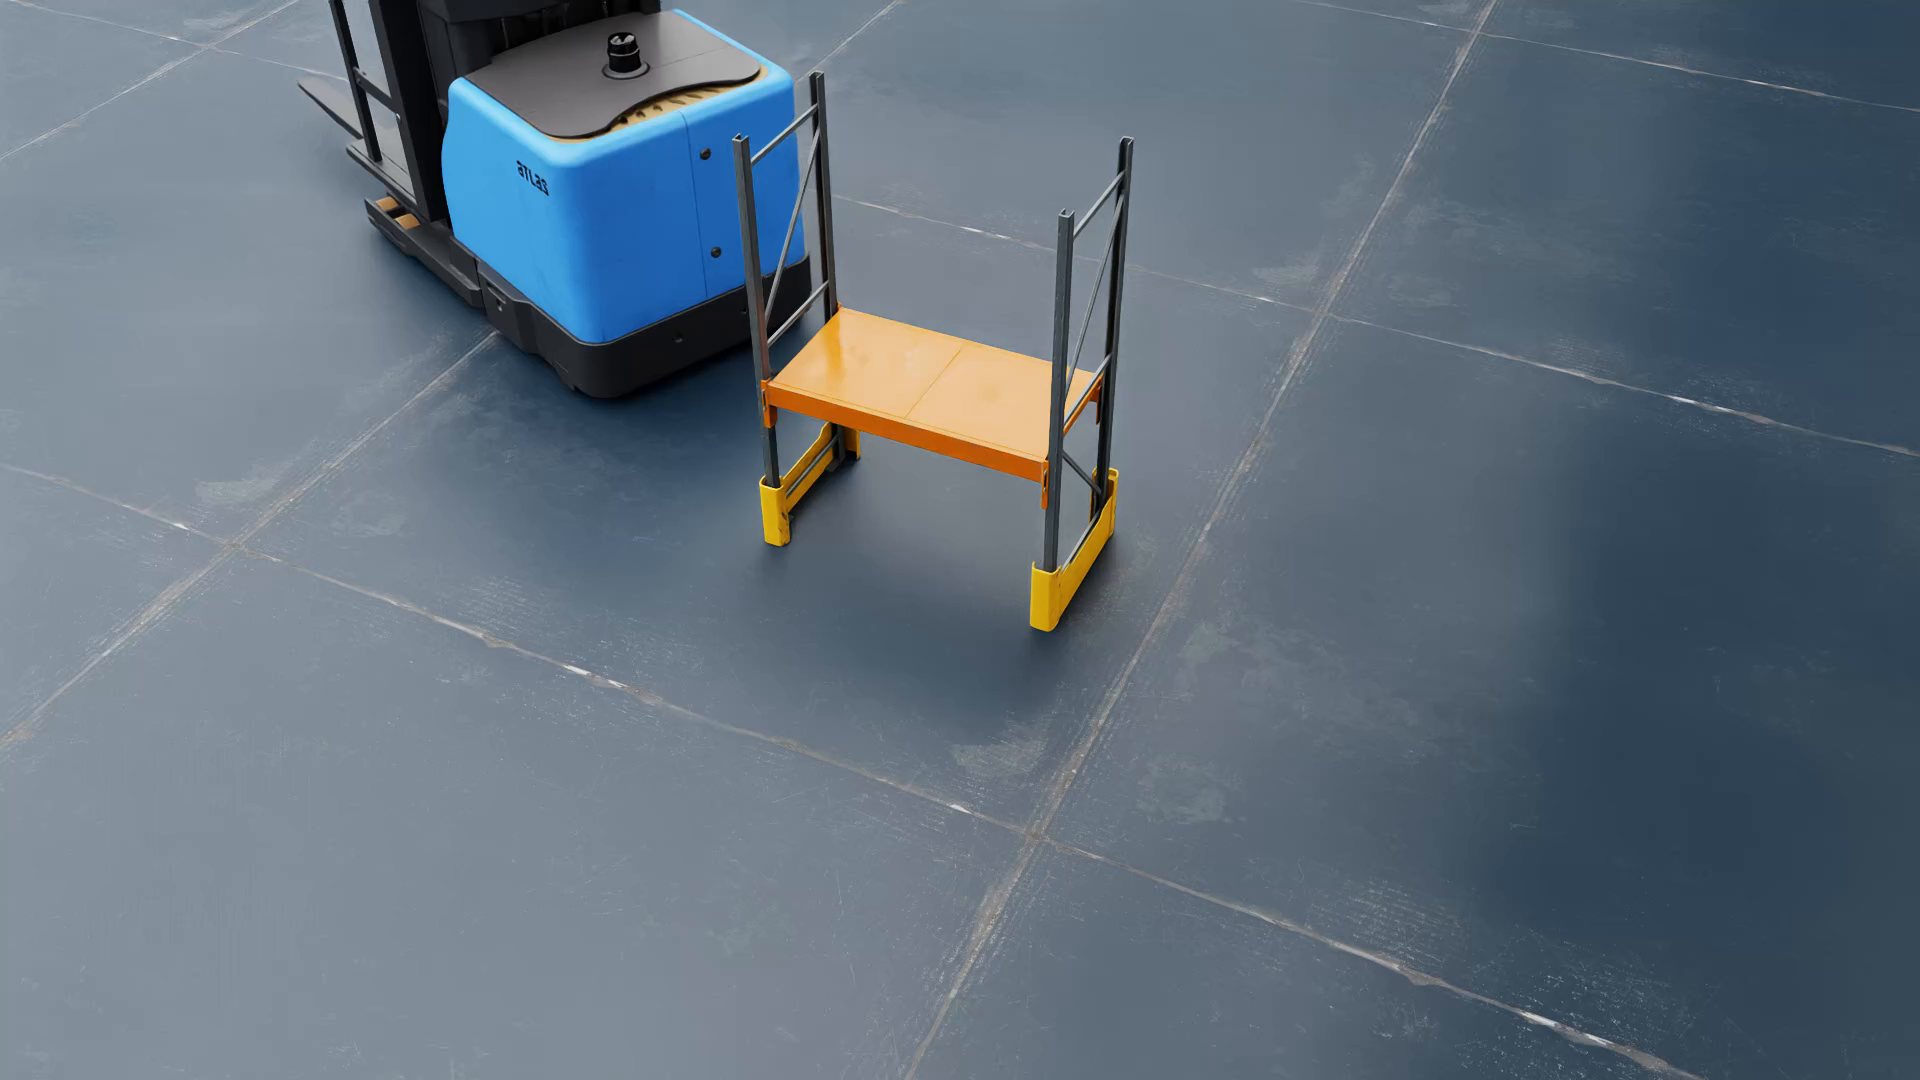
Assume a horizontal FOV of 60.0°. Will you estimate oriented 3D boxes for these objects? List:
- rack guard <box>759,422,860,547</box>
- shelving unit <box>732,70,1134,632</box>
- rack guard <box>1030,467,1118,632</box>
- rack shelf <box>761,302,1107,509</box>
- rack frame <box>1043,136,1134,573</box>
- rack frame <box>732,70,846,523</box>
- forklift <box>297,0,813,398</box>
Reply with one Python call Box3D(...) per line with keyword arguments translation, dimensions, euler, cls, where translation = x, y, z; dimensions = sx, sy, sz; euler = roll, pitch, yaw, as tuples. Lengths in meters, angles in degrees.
Box3D(translation=(-0.520, -0.253, 5.852), dimensions=(0.087, 0.250, 0.587), euler=(17, 44, 19), cls="rack guard")
Box3D(translation=(-0.069, -0.588, 5.283), dimensions=(1.083, 1.500, 0.587), euler=(17, 44, 19), cls="shelving unit")
Box3D(translation=(0.382, 0.022, 5.533), dimensions=(0.087, 0.250, 0.587), euler=(17, 44, 19), cls="rack guard")
Box3D(translation=(-0.077, -0.454, 5.404), dimensions=(1.000, 0.185, 0.538), euler=(17, 44, 19), cls="rack shelf")
Box3D(translation=(0.383, -0.450, 5.124), dimensions=(0.032, 1.500, 0.500), euler=(17, 44, 19), cls="rack frame")
Box3D(translation=(-0.538, -0.731, 5.448), dimensions=(0.032, 1.500, 0.500), euler=(17, 44, 19), cls="rack frame")
Box3D(translation=(-1.936, -2.534, 6.436), dimensions=(1.130, 2.935, 3.031), euler=(-29, 49, -29), cls="forklift")
